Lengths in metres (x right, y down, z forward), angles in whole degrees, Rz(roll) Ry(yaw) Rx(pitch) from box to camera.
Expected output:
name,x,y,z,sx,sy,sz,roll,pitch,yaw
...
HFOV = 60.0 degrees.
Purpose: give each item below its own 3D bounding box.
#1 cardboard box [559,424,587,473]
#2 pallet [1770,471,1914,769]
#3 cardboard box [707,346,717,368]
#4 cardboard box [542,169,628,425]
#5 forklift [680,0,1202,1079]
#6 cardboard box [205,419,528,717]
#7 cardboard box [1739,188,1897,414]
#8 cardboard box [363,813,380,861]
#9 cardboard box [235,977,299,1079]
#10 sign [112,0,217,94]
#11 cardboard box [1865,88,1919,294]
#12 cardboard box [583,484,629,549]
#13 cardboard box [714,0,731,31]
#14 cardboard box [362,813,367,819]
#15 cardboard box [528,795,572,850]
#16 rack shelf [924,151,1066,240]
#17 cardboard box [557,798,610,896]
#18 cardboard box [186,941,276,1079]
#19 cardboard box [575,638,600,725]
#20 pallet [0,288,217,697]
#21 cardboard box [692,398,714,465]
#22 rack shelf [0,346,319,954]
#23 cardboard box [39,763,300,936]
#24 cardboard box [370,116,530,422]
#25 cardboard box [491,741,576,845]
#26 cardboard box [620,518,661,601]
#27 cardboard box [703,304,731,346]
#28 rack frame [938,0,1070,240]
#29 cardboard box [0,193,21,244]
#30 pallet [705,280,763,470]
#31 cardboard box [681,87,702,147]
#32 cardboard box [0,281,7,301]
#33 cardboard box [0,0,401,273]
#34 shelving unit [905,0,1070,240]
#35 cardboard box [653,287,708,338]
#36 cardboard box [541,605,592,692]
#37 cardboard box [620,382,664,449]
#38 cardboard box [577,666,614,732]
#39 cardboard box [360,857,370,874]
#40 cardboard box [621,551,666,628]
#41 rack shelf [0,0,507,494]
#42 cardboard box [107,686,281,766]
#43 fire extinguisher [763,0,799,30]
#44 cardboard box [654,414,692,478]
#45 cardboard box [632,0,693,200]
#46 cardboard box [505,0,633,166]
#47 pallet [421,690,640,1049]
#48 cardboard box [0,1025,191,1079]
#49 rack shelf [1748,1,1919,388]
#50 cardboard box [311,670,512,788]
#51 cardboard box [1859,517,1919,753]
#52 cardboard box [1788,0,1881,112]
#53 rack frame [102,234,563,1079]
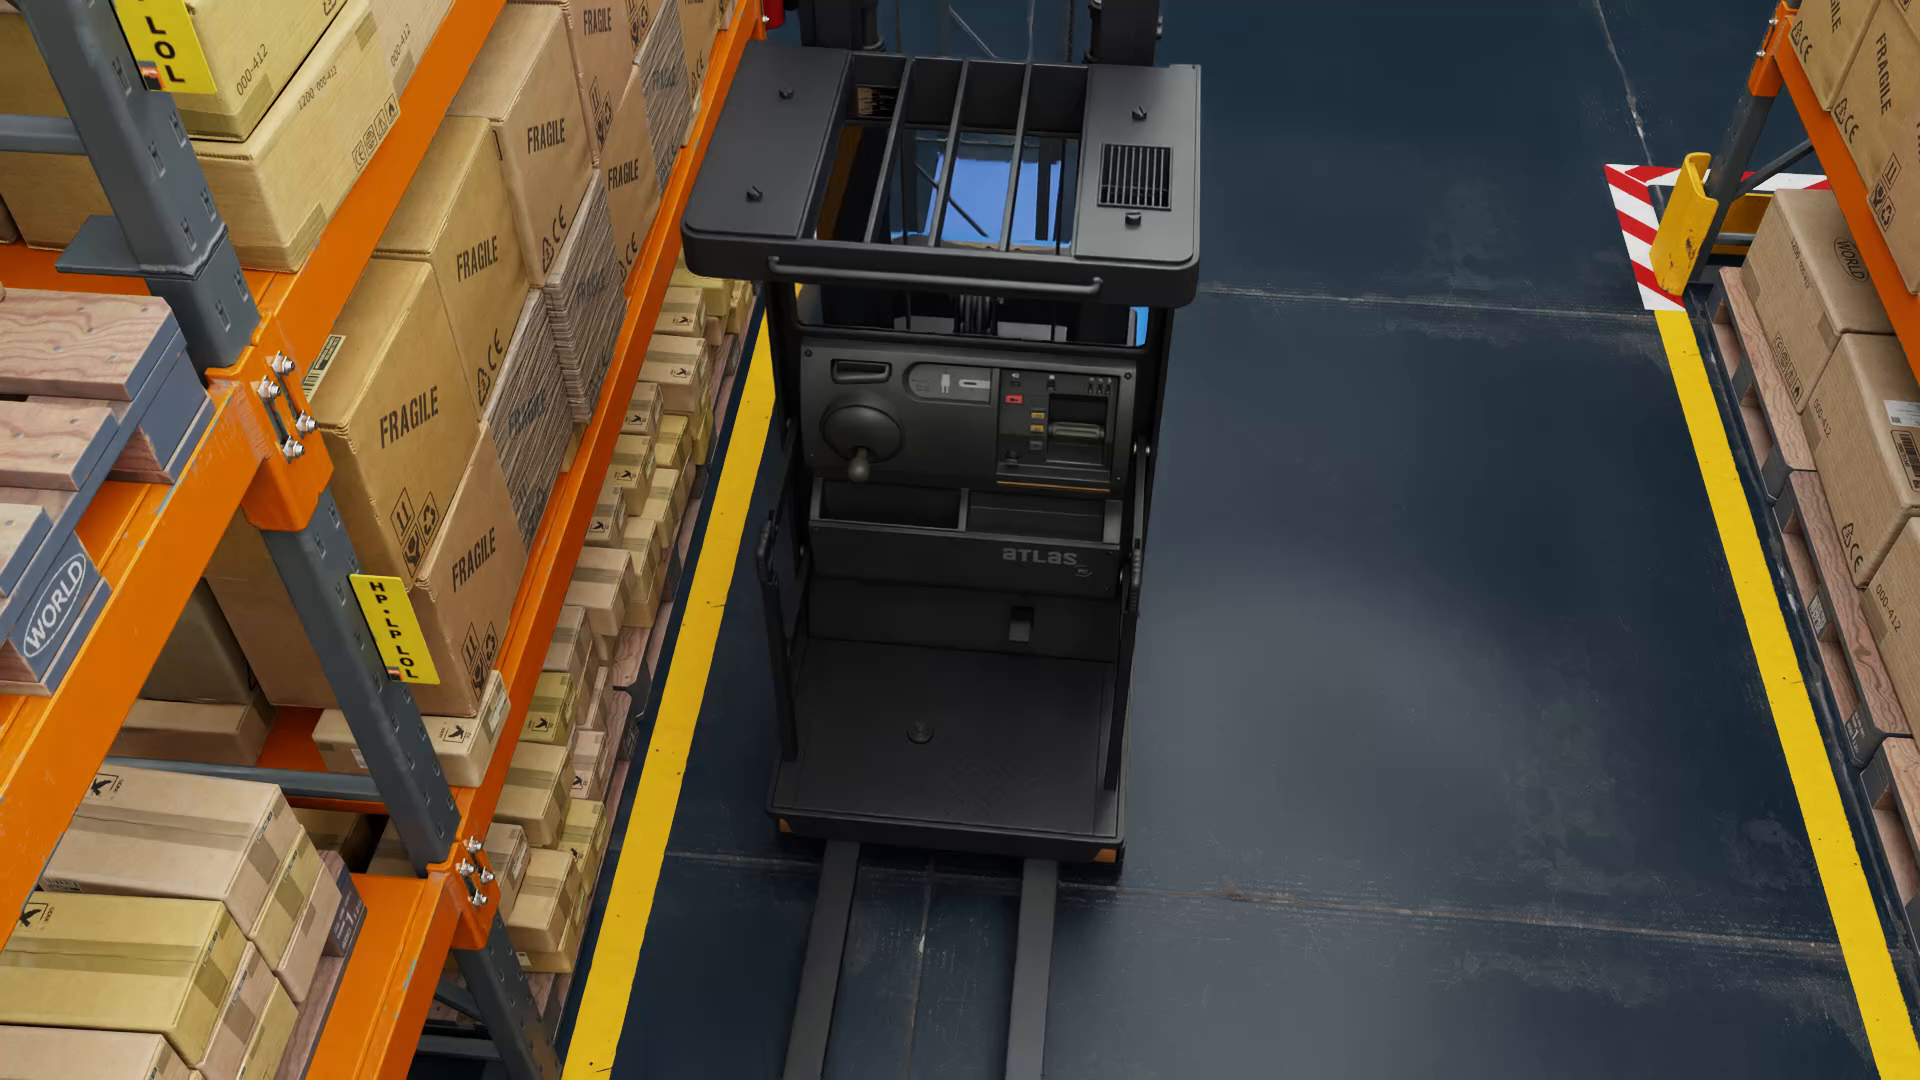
name,x,y,z,sx,sy,sz,roll,pitch,yaw
cardboard box,-1.269,-0.341,4.699,0.380,0.149,0.250,5,48,4
pallet,3.533,0.283,5.849,1.003,0.211,1.213,4,48,4
cardboard box,-1.169,-0.799,6.595,0.380,0.149,0.250,4,48,3
cardboard box,-1.245,-0.678,4.568,0.500,0.500,0.500,3,48,3
forklift,-0.003,-0.237,4.480,1.130,2.935,3.031,5,48,4
cardboard box,-1.365,0.054,3.898,0.500,0.500,0.500,3,48,3
cardboard box,3.681,-0.931,6.520,0.875,0.438,0.875,2,48,2
cardboard box,-1.937,0.803,4.929,0.380,0.149,0.250,2,48,2
cardboard box,-1.523,0.975,3.212,0.380,0.149,0.250,4,48,4
sign,-1.108,-0.750,2.253,0.100,0.325,0.005,4,48,4
cardboard box,3.230,-1.100,5.155,0.500,0.500,0.500,4,48,3
cardboard box,-1.317,-0.052,5.509,0.380,0.149,0.250,2,48,2
cardboard box,-1.081,-2.191,5.951,0.500,0.500,0.500,5,48,4
cardboard box,-1.904,0.686,4.834,0.380,0.149,0.250,4,48,4
cardboard box,-1.376,0.819,4.914,0.380,0.149,0.250,4,48,4
rack shelf,0.113,-1.147,6.527,0.538,0.185,1.000,5,48,4
cardboard box,-1.284,0.914,5.028,0.380,0.149,0.250,5,48,5
cardboard box,-1.524,0.877,3.099,0.380,0.149,0.250,4,48,4
cardboard box,-1.362,0.439,5.262,0.380,0.149,0.250,2,48,2
pallet,-1.824,0.033,2.282,1.213,0.211,1.003,4,48,4
cardboard box,-1.140,-0.425,6.253,0.380,0.149,0.250,2,48,2
rack shelf,-1.844,1.235,1.542,1.077,0.370,4.000,4,48,4
cardboard box,-1.503,0.586,3.164,0.380,0.149,0.250,6,48,5
cardboard box,-1.345,-0.633,3.850,0.500,0.500,0.500,3,48,2
cardboard box,-1.339,0.717,4.805,0.380,0.149,0.250,6,48,5
cardboard box,-1.227,0.057,5.611,0.380,0.149,0.250,4,48,3
cardboard box,-1.106,-0.895,6.482,0.380,0.149,0.250,2,48,2
rack frame,0.167,-1.642,6.735,0.500,1.500,0.032,5,48,4
cardboard box,-1.885,-0.805,3.023,0.500,0.250,0.500,5,48,4
pallet,-1.413,-0.812,6.850,1.003,0.211,1.213,4,48,4
cardboard box,-1.113,-1.506,5.765,0.380,0.149,0.250,5,48,5
cardboard box,-1.805,-0.381,2.181,0.700,0.500,0.500,4,48,4
cardboard box,-1.356,-0.749,2.971,0.500,0.250,0.500,6,48,5
shelving unit,0.113,-1.269,6.394,0.538,1.500,1.048,5,48,4
cardboard box,-1.156,-0.813,6.205,0.380,0.149,0.250,2,48,2
cardboard box,-1.364,0.335,5.155,0.380,0.149,0.250,3,48,3
cardboard box,-1.260,-0.425,5.850,0.380,0.149,0.250,2,48,2
cardboard box,-1.340,0.538,5.372,0.380,0.149,0.250,3,48,3
cardboard box,-1.965,1.045,4.909,0.380,0.149,0.250,4,48,4
cardboard box,-1.230,0.154,5.724,0.380,0.149,0.250,3,48,2
rack shelf,-1.479,-1.704,4.230,1.077,0.370,4.000,4,48,4
cardboard box,-1.868,0.394,4.027,0.380,0.149,0.250,3,48,3
fire extinguisher,-0.814,-2.406,6.723,0.296,0.674,0.183,4,48,4
cardboard box,-1.182,-0.326,5.962,0.380,0.149,0.250,6,48,5
cardboard box,-1.170,-1.439,5.264,0.500,0.500,0.500,4,48,4
cardboard box,-1.220,-1.379,4.531,0.500,0.500,0.500,2,48,2
pallet,-1.635,0.981,5.210,1.003,0.211,1.213,4,48,4
cardboard box,-1.553,0.973,2.810,0.380,0.149,0.250,2,48,2
rack shelf,3.460,-0.433,5.101,1.077,0.370,4.000,4,48,4
cardboard box,-1.310,0.434,3.991,0.380,0.149,0.250,5,48,5
cardboard box,3.522,0.405,5.299,0.875,0.438,0.875,3,48,2
cardboard box,3.312,-1.846,5.838,0.500,0.500,0.500,4,48,3
rack frame,-1.661,0.535,3.728,1.000,3.000,0.127,4,48,4
